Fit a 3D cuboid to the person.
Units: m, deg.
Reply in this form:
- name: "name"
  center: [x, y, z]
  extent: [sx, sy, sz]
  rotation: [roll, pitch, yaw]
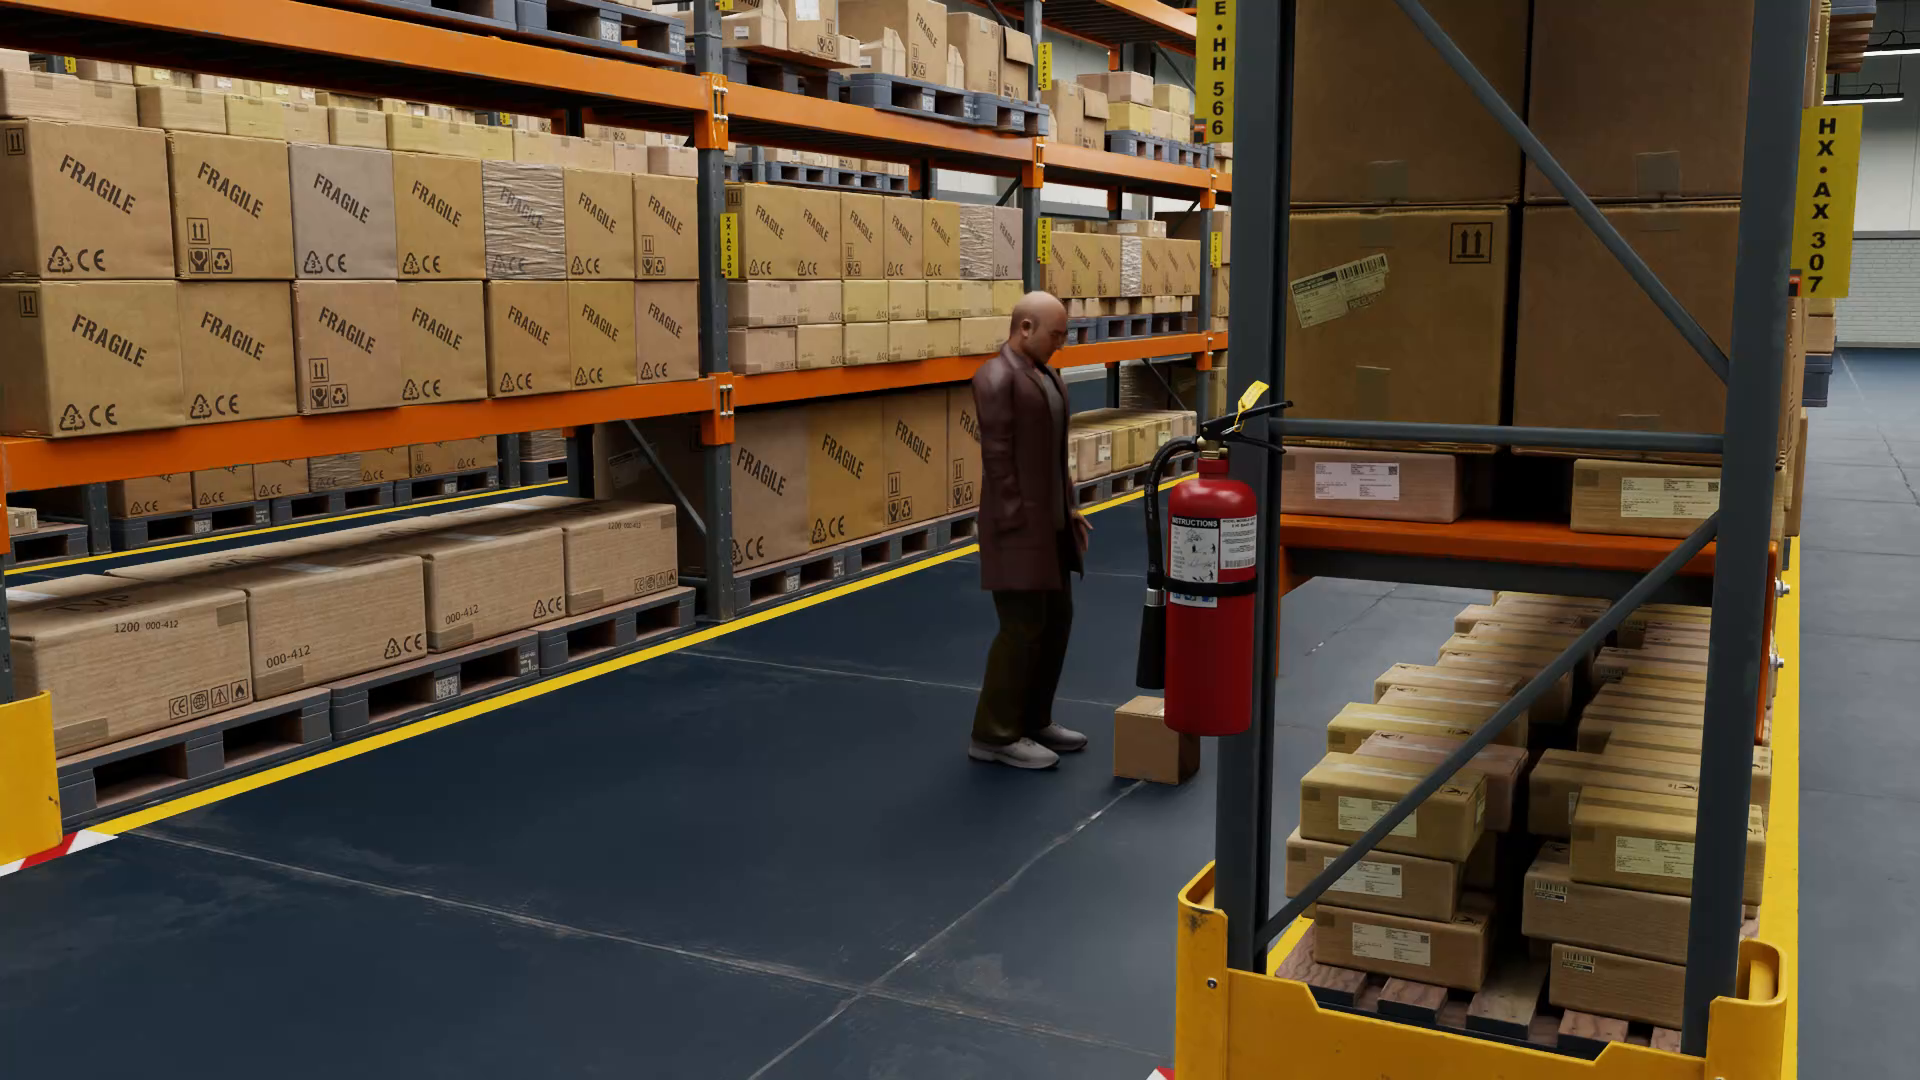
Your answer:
- name: "person"
  center: [0.275, -0.048, 6.282]
  extent: [0.383, 1.765, 0.567]
  rotation: [5, 10, 27]
